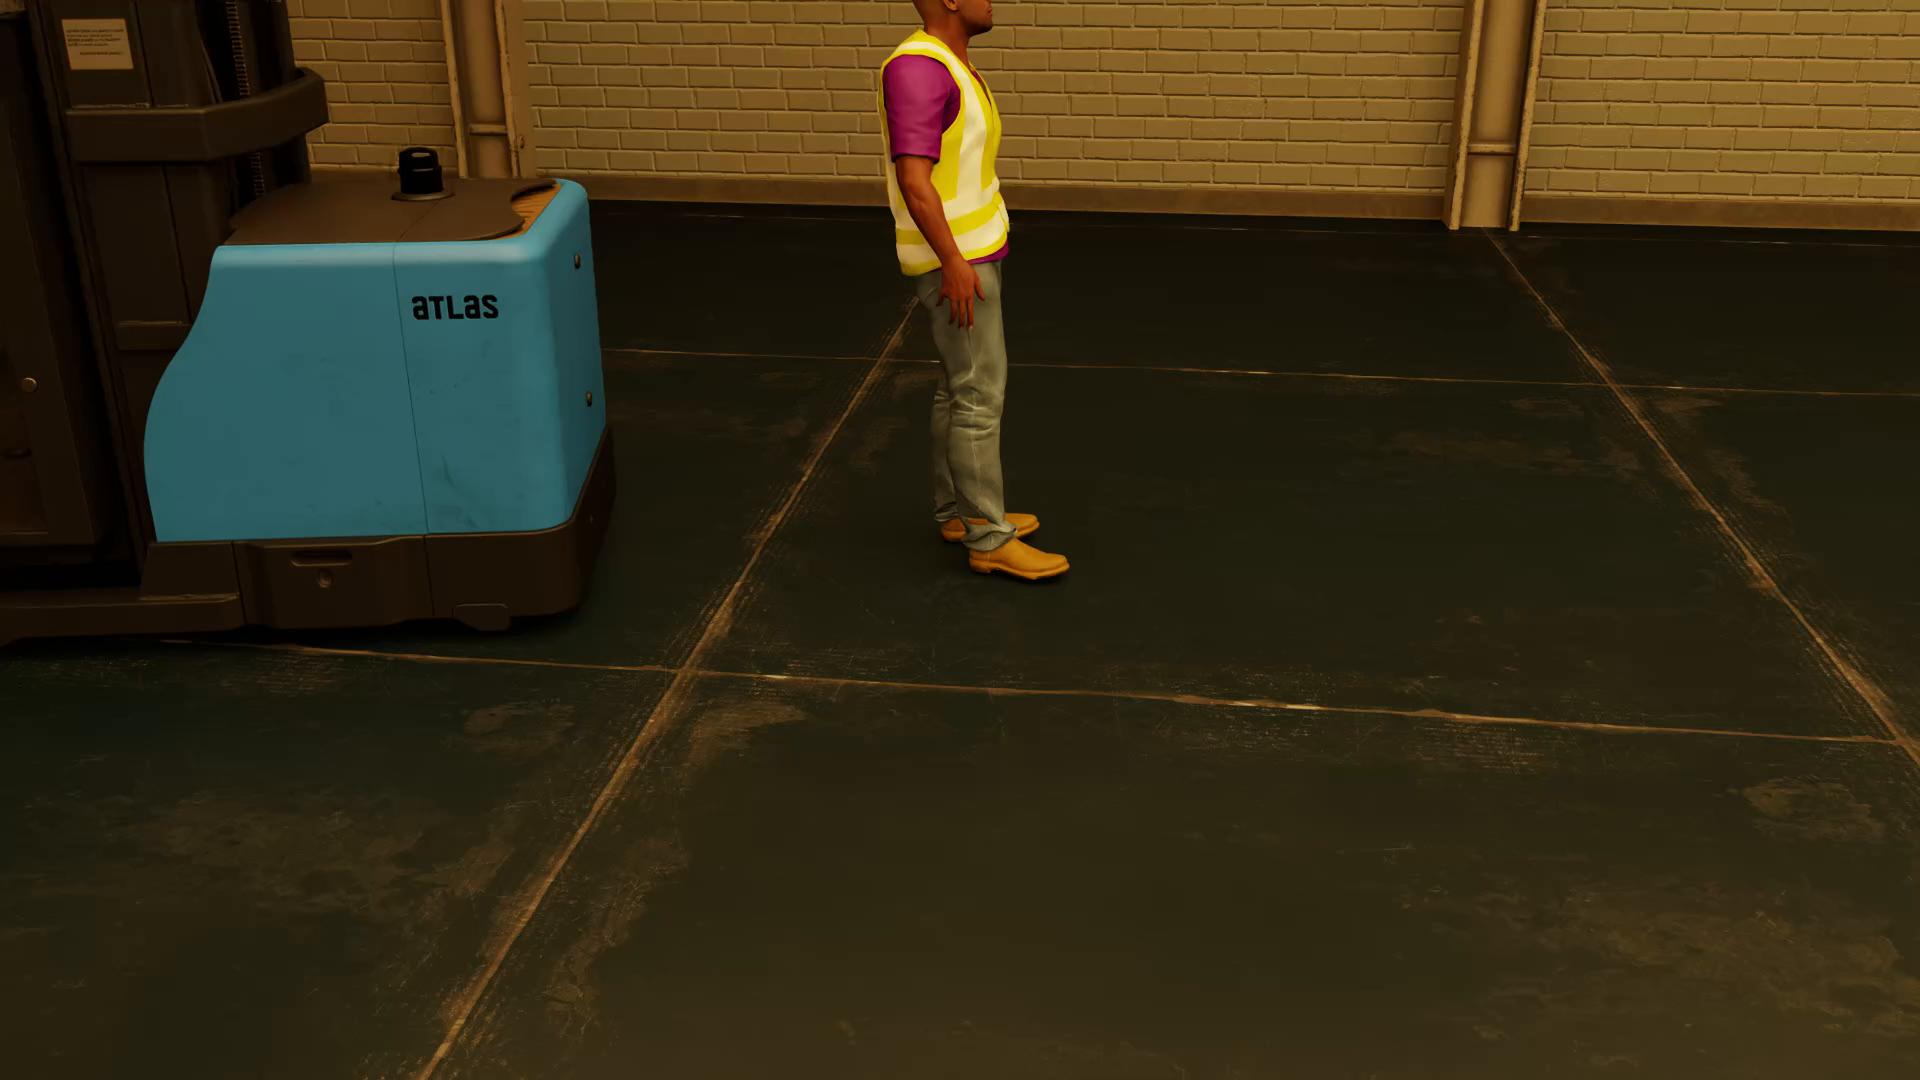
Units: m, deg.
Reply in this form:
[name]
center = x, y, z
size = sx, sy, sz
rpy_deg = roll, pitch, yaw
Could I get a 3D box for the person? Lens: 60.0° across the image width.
[person]
center = 0.068, -0.821, 4.831
size = 0.577, 1.765, 0.666
rpy_deg = 3, 22, 7

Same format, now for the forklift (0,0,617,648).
[forklift]
center = -2.583, -1.242, 4.337
size = 3.031, 2.935, 1.130
rpy_deg = -2, 22, -4
